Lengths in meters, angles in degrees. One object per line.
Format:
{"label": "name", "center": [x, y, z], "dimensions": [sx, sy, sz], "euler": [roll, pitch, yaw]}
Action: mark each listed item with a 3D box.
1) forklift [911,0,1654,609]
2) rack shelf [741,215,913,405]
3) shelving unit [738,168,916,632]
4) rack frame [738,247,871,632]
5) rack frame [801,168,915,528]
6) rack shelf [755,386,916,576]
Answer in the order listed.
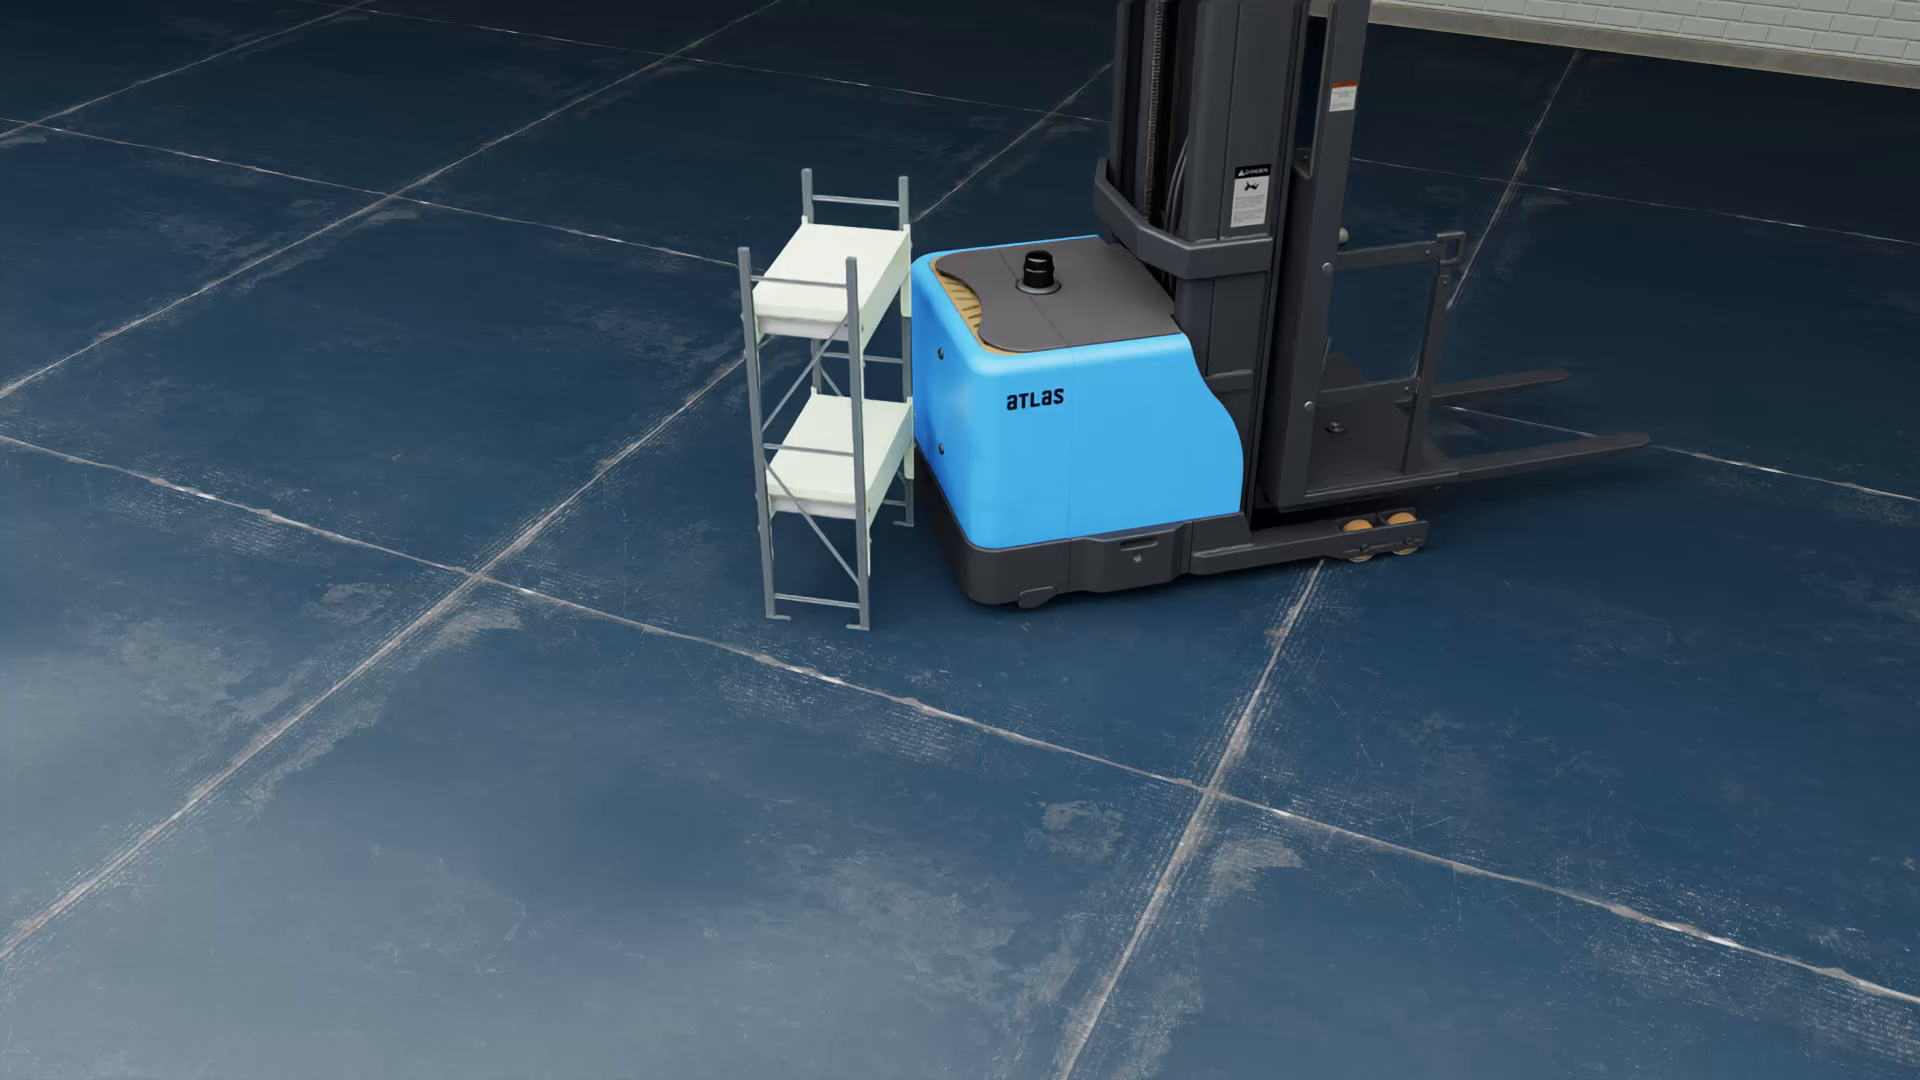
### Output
{"label": "forklift", "center": [1.366, -1.408, 6.225], "dimensions": [3.031, 2.935, 1.130], "euler": [-9, 34, -13]}
{"label": "rack shelf", "center": [-0.458, -0.836, 5.945], "dimensions": [0.431, 0.370, 0.720], "euler": [7, 34, 10]}
{"label": "shelving unit", "center": [-0.458, -0.509, 6.159], "dimensions": [0.431, 1.500, 0.755], "euler": [7, 34, 10]}
{"label": "rack frame", "center": [-0.534, -0.313, 5.860], "dimensions": [0.400, 1.500, 0.023], "euler": [7, 34, 10]}
{"label": "rack frame", "center": [-0.383, -0.706, 6.458], "dimensions": [0.400, 1.500, 0.023], "euler": [7, 34, 10]}
{"label": "rack shelf", "center": [-0.458, -0.237, 6.338], "dimensions": [0.431, 0.370, 0.720], "euler": [7, 34, 10]}
